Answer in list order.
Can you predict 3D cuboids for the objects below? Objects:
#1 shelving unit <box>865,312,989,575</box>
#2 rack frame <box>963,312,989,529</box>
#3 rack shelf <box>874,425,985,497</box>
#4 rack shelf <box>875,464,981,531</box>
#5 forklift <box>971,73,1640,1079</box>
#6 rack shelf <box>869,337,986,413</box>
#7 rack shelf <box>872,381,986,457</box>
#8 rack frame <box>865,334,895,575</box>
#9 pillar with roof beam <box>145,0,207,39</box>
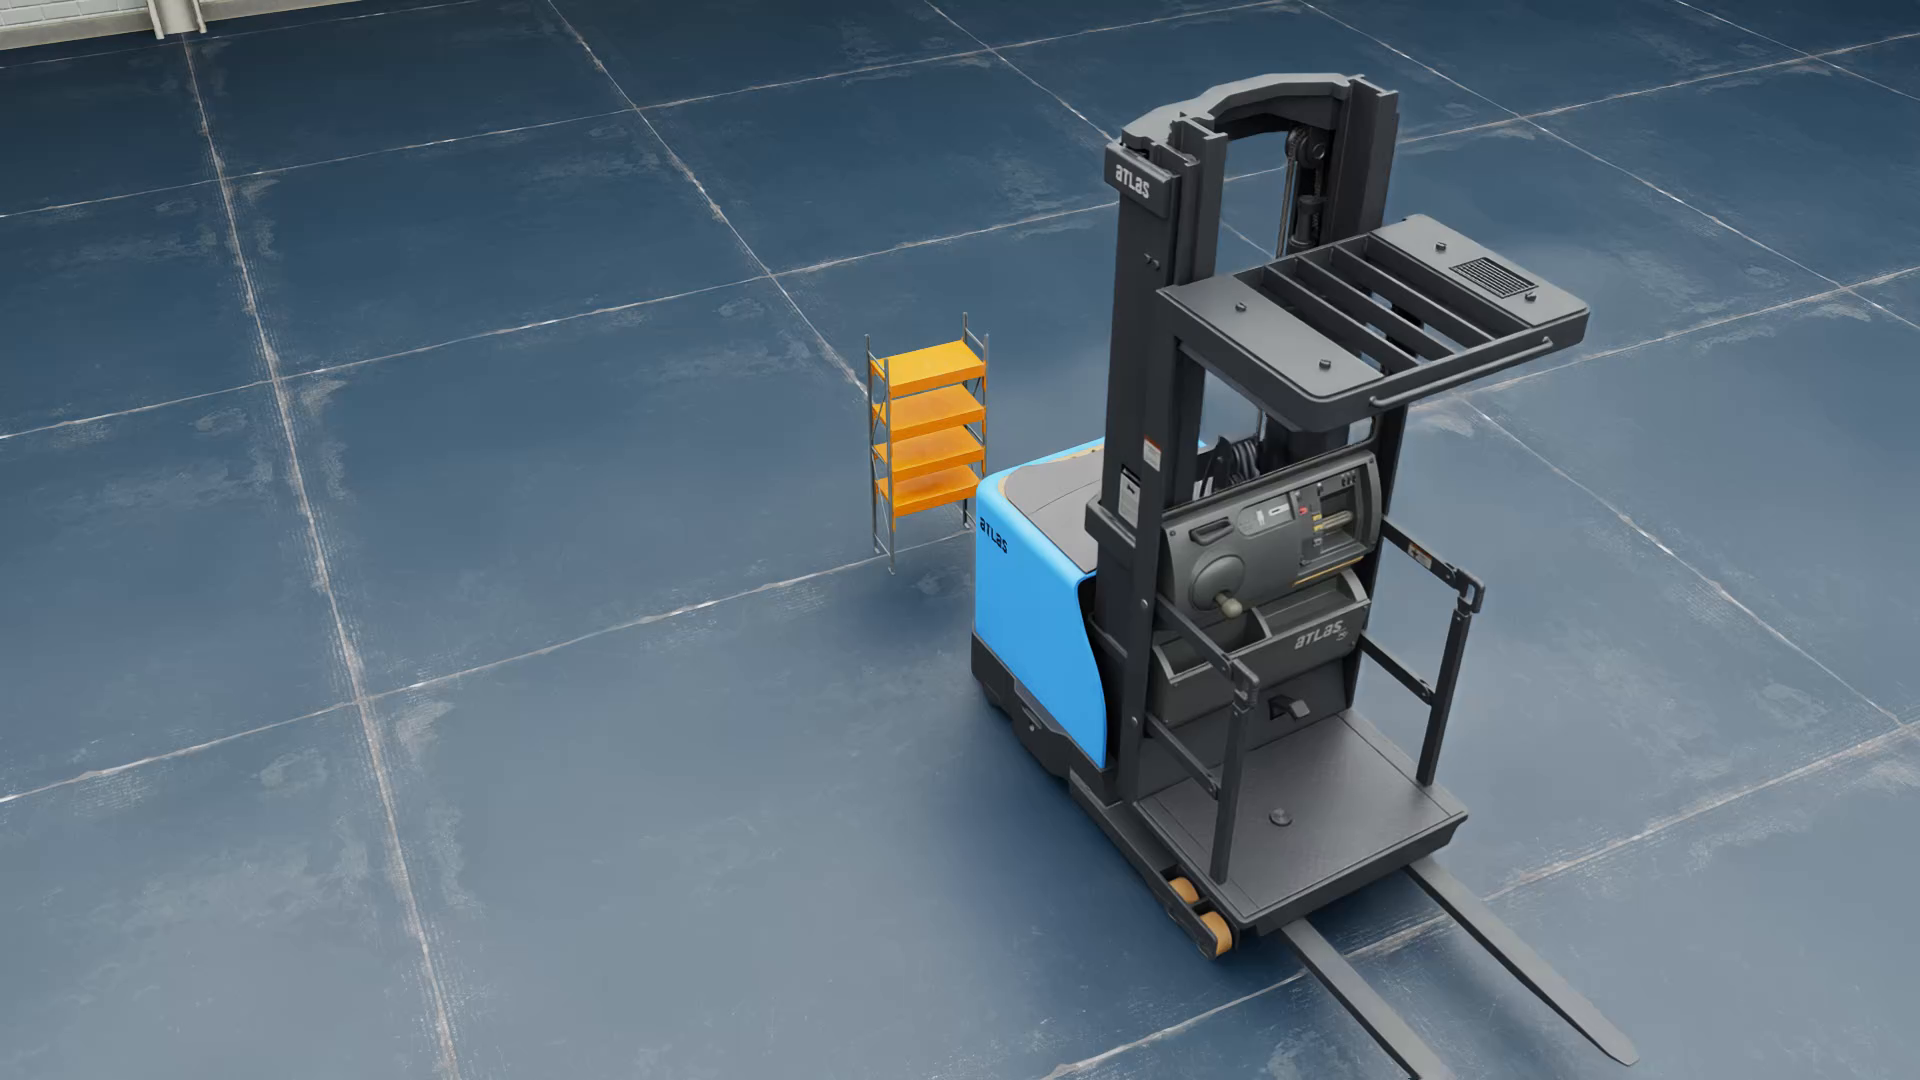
[{"bbox_3d":[-0.150,-0.440,7.836,0.503,1.200,0.258,-16,39,-20],"label":"shelving unit"},{"bbox_3d":[0.071,-0.502,7.919,0.015,1.200,0.240,-16,39,-20],"label":"rack frame"},{"bbox_3d":[-0.150,-0.386,7.876,0.480,0.148,0.258,-16,39,-20],"label":"rack shelf"},{"bbox_3d":[-0.150,-0.226,7.994,0.480,0.148,0.258,-16,39,-20],"label":"rack shelf"},{"bbox_3d":[1.223,0.051,5.721,1.130,2.935,3.031,-19,41,-24],"label":"forklift"},{"bbox_3d":[-0.150,-0.756,7.602,0.480,0.148,0.258,-16,39,-20],"label":"rack shelf"},{"bbox_3d":[-0.150,-0.566,7.743,0.480,0.148,0.258,-16,39,-20],"label":"rack shelf"},{"bbox_3d":[-0.371,-0.378,7.753,0.015,1.200,0.240,-16,39,-20],"label":"rack frame"},{"bbox_3d":[-4.764,-5.609,8.258,0.400,9.000,9.100,-16,39,-20],"label":"pillar with roof beam"}]
